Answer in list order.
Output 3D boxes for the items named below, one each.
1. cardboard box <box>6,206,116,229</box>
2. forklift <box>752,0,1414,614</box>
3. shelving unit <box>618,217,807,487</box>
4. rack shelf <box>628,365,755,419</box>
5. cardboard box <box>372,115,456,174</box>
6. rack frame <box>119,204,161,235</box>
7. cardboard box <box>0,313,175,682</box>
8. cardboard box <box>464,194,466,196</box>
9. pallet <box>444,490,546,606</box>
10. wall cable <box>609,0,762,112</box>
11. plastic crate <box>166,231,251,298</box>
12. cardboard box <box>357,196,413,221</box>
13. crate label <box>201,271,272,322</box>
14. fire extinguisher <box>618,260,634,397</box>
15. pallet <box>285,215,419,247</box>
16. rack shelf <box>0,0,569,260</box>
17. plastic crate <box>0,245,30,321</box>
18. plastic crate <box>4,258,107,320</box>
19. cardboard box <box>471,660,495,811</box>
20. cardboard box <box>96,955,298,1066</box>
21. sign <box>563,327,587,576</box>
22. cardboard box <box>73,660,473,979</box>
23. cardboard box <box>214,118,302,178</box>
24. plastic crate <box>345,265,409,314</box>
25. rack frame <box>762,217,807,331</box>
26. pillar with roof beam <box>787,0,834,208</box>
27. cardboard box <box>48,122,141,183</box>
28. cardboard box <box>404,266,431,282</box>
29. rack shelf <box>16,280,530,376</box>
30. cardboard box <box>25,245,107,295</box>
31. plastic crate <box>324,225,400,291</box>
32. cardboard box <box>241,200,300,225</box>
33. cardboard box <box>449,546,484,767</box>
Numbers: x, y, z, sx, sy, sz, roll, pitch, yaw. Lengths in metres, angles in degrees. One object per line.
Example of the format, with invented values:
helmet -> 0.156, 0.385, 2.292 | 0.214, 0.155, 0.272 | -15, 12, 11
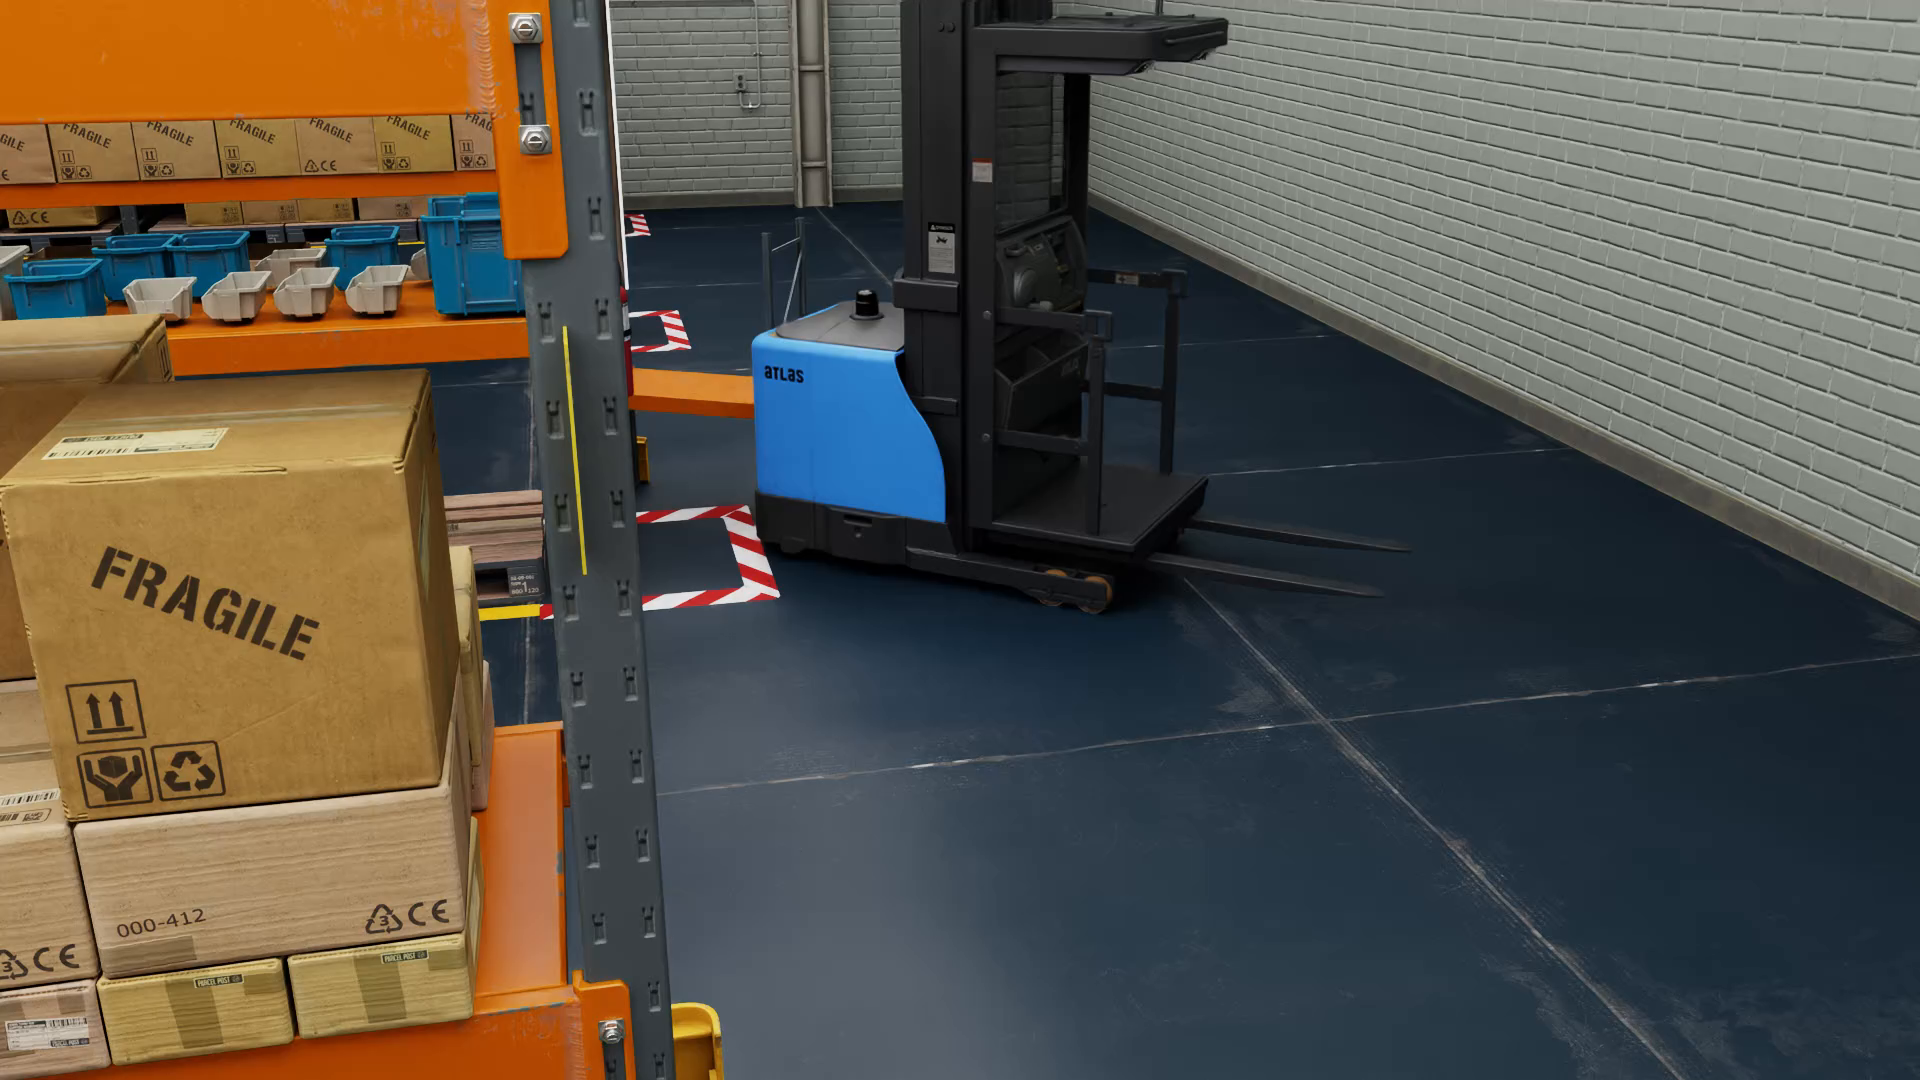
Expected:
cardboard box -> -8.548, -3.398, 15.744 | 0.750, 0.750, 0.750 | -4, 21, -12
forklift -> 0.559, -1.255, 7.479 | 3.031, 2.935, 1.130 | 9, 22, 24
shelving unit -> -1.349, -0.891, 8.567 | 1.083, 1.500, 0.587 | 5, 21, 15
rack shelf -> -1.358, -0.723, 8.631 | 1.000, 0.185, 0.538 | 5, 21, 15
cardboard box -> -3.786, -2.842, 11.566 | 0.500, 0.500, 0.500 | -4, 21, -12
rack frame -> -7.945, -4.305, 15.706 | 0.127, 3.000, 1.000 | -5, 21, -12
cardboard box -> -1.649, -0.082, 2.872 | 0.500, 0.500, 0.500 | -5, 21, -14
cardboard box -> -4.711, -3.556, 16.685 | 0.500, 0.500, 0.700 | -5, 21, -12
pallet -> -2.584, 0.056, 7.854 | 1.213, 0.211, 1.003 | -5, 21, -12
wall cable -> -3.024, -5.517, 17.537 | 1.851, 1.984, 0.084 | -5, 21, -12
plastic crate -> -3.370, -1.241, 7.499 | 0.300, 0.233, 0.416 | -5, 21, -12
cardboard box -> -5.687, -3.477, 16.468 | 0.500, 0.500, 0.700 | -5, 21, -14
crate label -> -3.075, -1.036, 7.079 | 0.243, 0.136, 0.396 | -5, 21, -12
fire extinguisher -> -1.521, -0.954, 7.212 | 0.183, 0.674, 0.296 | -5, 21, -12
pallet -> -5.998, -3.127, 16.545 | 1.213, 0.211, 1.003 | -5, 21, -12
rack shelf -> -2.579, -0.560, 2.167 | 4.000, 0.370, 1.077 | -5, 21, -12
plastic crate -> -4.137, -1.021, 6.825 | 0.530, 0.282, 0.437 | -5, 21, -12
plastic crate -> -3.712, -1.007, 6.858 | 0.300, 0.233, 0.416 | -5, 21, -12
cardboard box -> -1.054, 0.388, 3.259 | 0.250, 0.149, 0.380 | -4, 21, -12
cardboard box -> -1.156, 0.630, 2.599 | 0.250, 0.149, 0.380 | -4, 21, -12
sign -> -0.522, -0.120, 2.253 | 0.005, 0.325, 0.100 | -5, 21, -12
cardboard box -> -1.044, 0.410, 2.619 | 0.500, 0.250, 0.500 | -5, 21, -13
cardboard box -> -4.763, -2.764, 11.355 | 0.500, 0.500, 0.500 | -5, 21, -13
plastic crate -> -2.525, -1.085, 7.211 | 0.243, 0.136, 0.396 | -5, 21, -12
rack frame -> -0.868, -0.845, 8.441 | 0.032, 1.500, 0.500 | 5, 21, 15
pillar with roof beam -> -0.633, -6.501, 12.978 | 0.400, 9.000, 9.100 | -5, 21, -12
cardboard box -> -5.745, -2.685, 11.138 | 0.500, 0.500, 0.500 | -4, 21, -12
cardboard box -> -3.990, -1.892, 12.475 | 0.500, 0.250, 0.500 | -5, 21, -12
rack shelf -> -3.719, -0.809, 7.209 | 4.000, 0.370, 1.077 | -5, 21, -12
cardboard box -> -6.312, -1.820, 11.917 | 0.500, 0.500, 0.500 | -5, 21, -12
plastic crate -> -2.729, -1.294, 7.641 | 0.300, 0.233, 0.416 | -5, 21, -12
cardboard box -> -6.704, -3.392, 16.237 | 0.500, 0.500, 0.700 | -5, 21, -13
cardboard box -> -1.162, 0.231, 3.109 | 0.500, 0.250, 0.500 | -5, 21, -14
